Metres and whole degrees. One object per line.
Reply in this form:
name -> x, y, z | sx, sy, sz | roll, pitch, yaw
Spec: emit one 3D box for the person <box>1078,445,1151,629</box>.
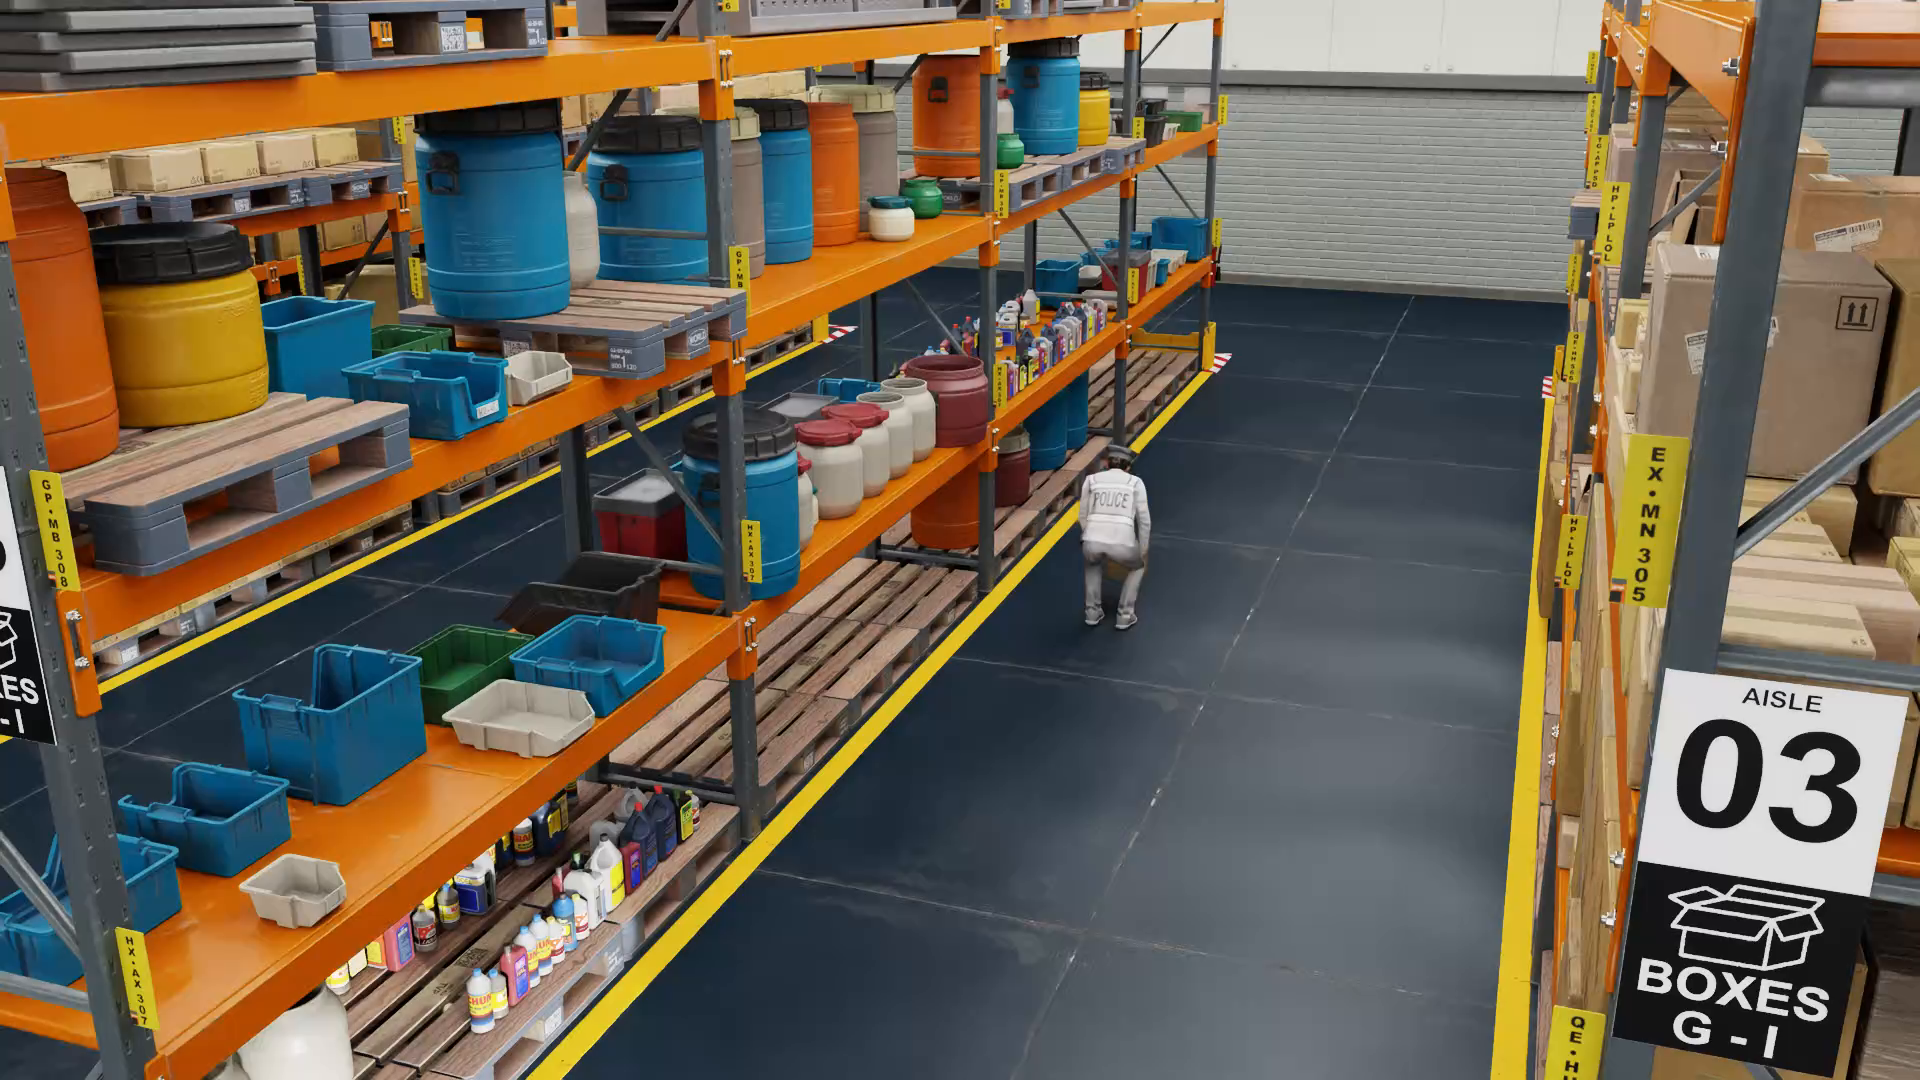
person -> 1.069, -0.023, 11.800 | 0.530, 1.240, 0.771 | 6, 20, 18
